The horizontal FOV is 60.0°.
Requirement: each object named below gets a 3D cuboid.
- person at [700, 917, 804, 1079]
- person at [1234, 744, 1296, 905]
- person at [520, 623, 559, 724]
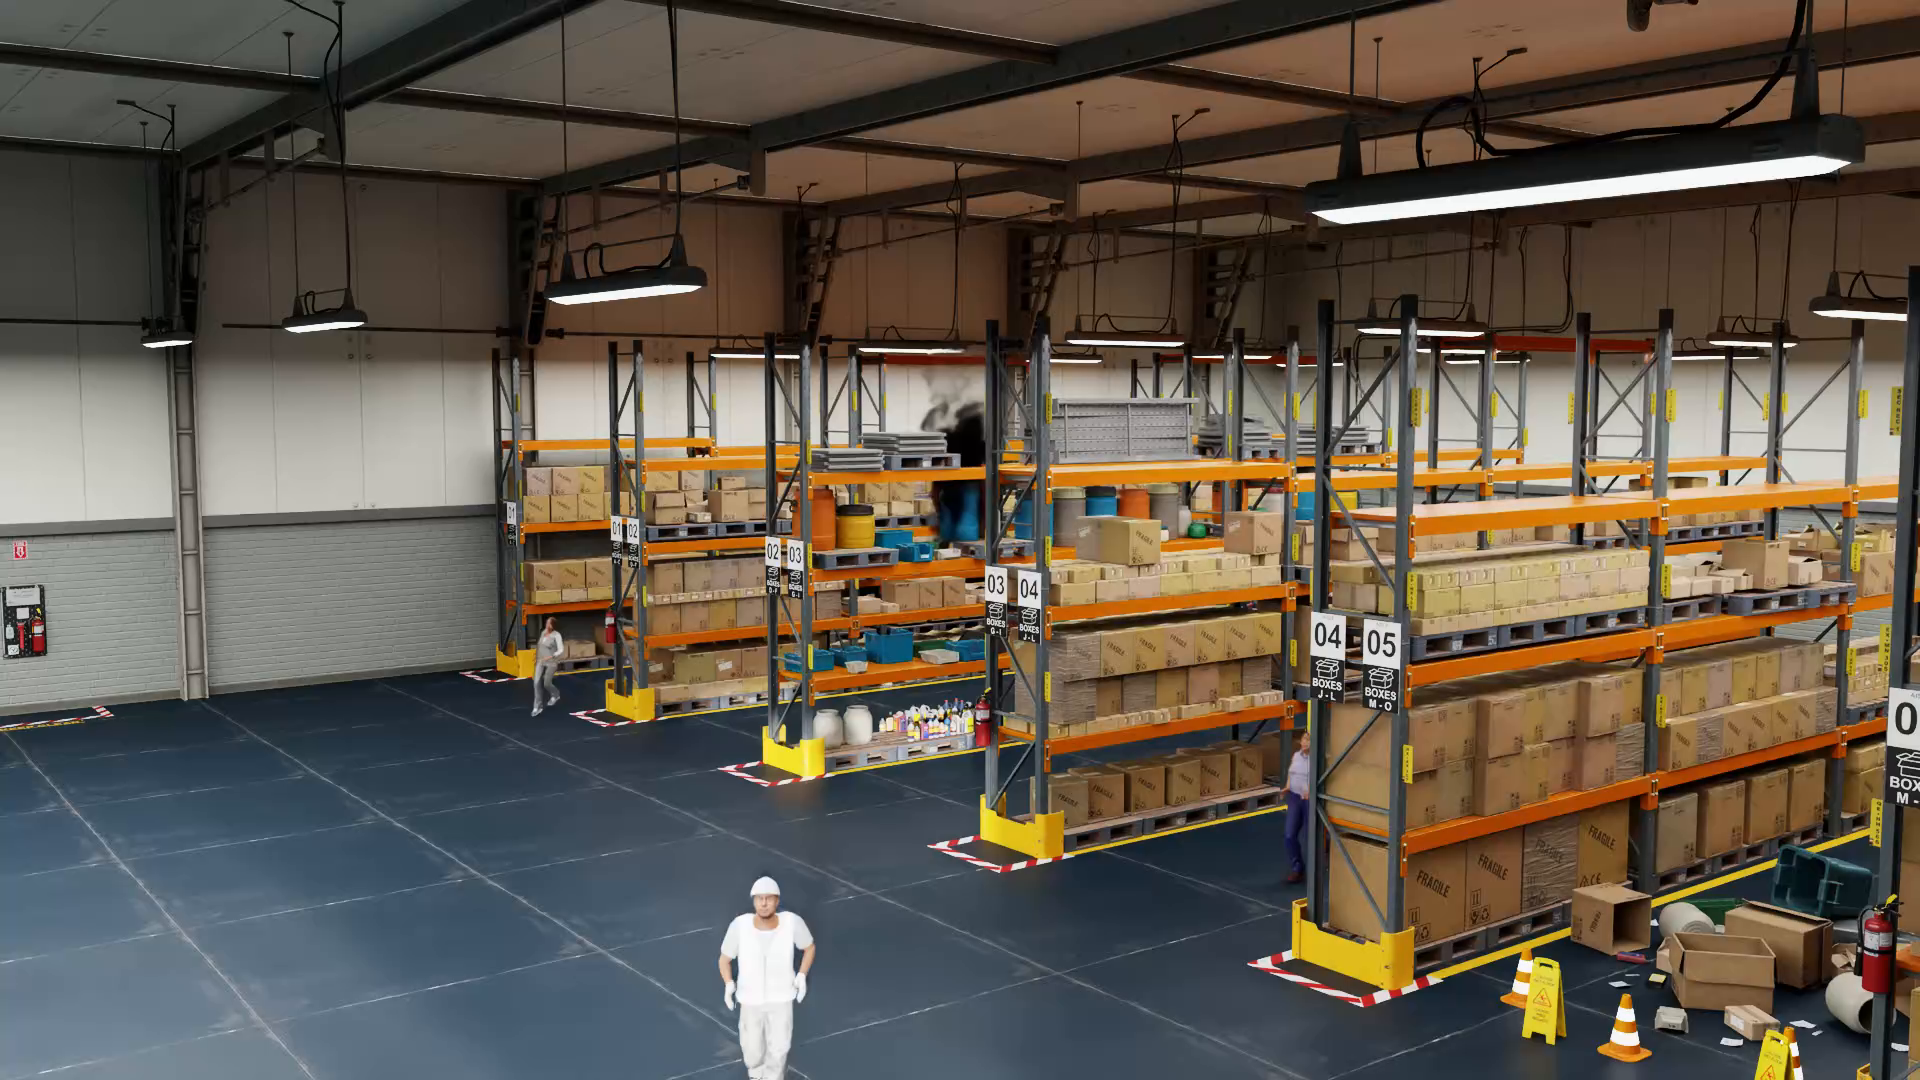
[{"bbox_3d":[-1.373,3.339,10.914,0.694,1.748,0.804,0,5,-1],"label":"person"},{"bbox_3d":[3.126,2.886,17.024,0.608,1.598,0.607,4,6,38],"label":"person"},{"bbox_3d":[-6.629,2.082,26.207,0.596,1.556,0.717,0,5,-2],"label":"person"}]
